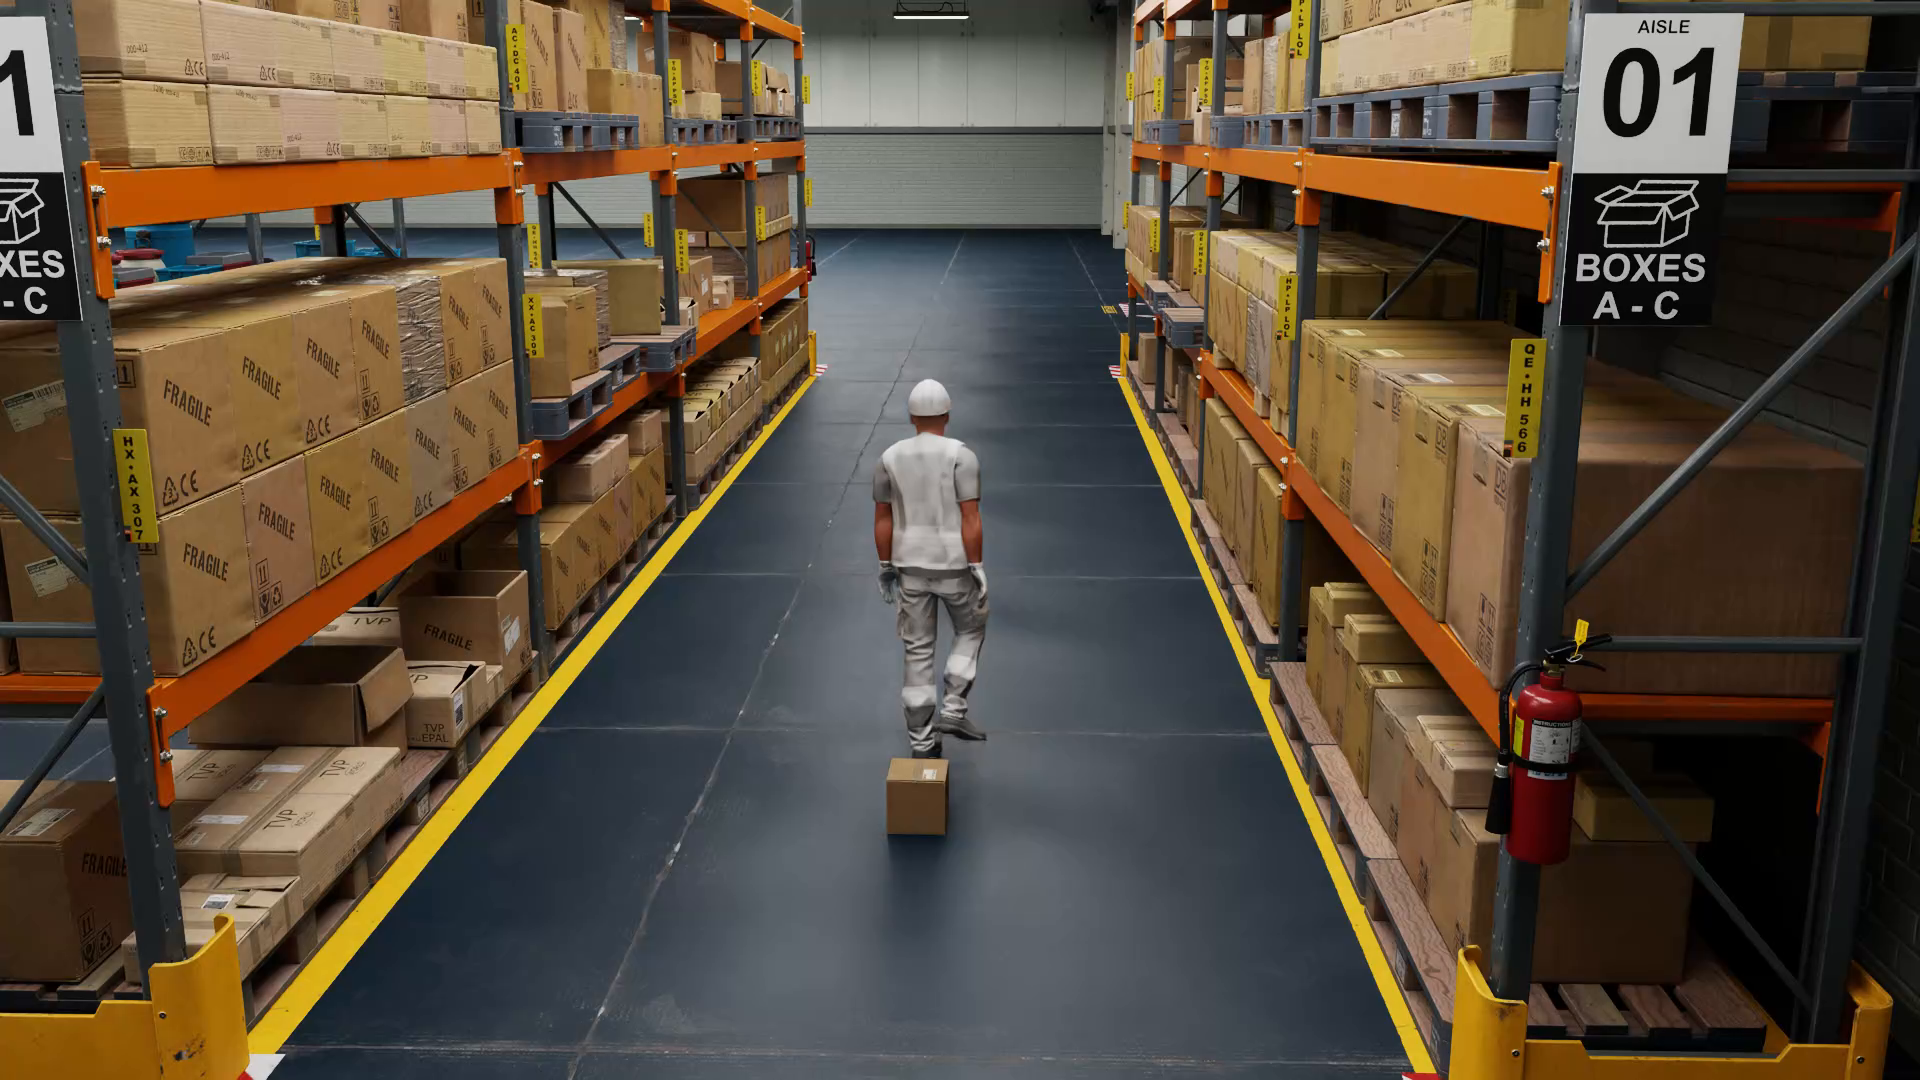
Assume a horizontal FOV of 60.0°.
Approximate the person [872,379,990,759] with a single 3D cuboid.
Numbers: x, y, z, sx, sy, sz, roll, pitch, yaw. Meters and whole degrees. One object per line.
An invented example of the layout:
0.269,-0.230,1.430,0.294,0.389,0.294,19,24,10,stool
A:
-0.128,0.138,7.800,0.580,1.768,0.502,3,14,13,person
